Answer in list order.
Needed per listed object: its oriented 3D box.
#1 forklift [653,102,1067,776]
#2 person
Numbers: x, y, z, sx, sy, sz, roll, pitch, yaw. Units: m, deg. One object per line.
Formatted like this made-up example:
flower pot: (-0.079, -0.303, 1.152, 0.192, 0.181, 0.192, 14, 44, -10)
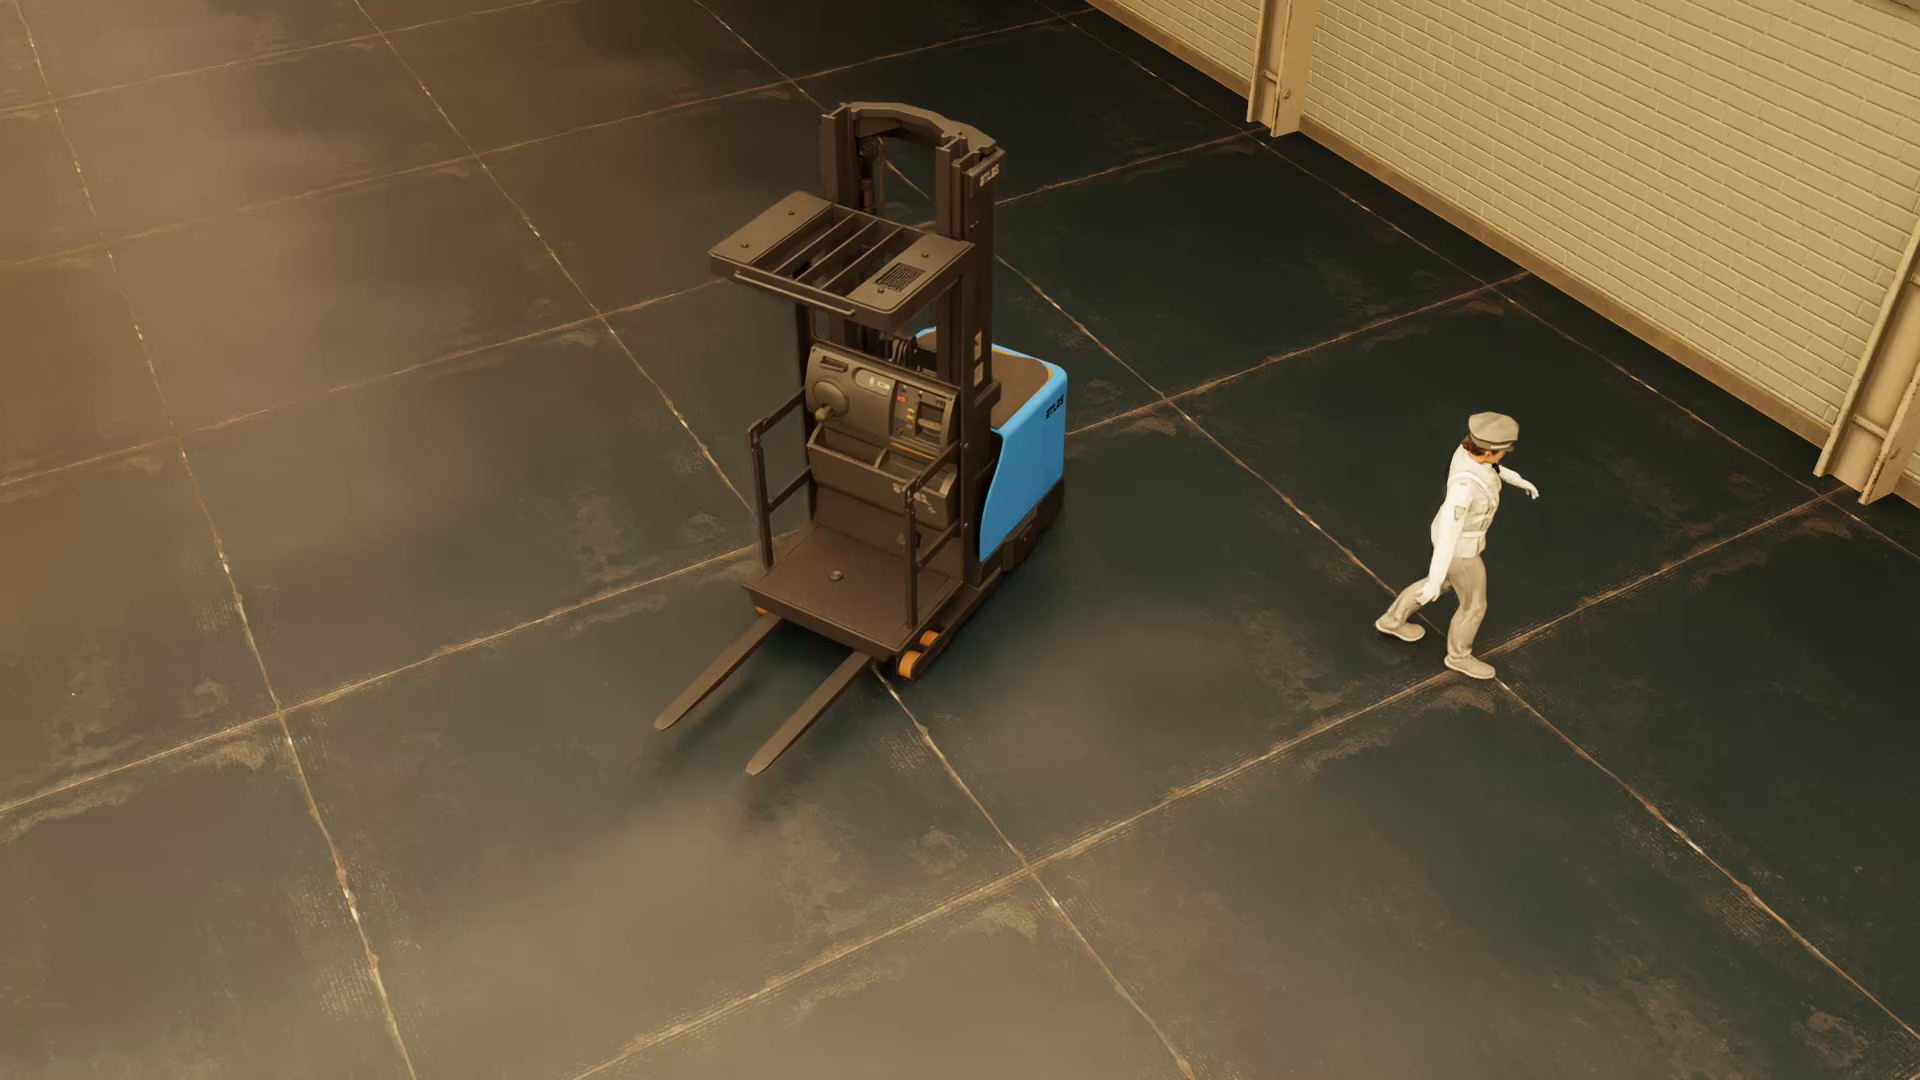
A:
forklift: (-0.546, -0.683, 8.860, 1.130, 2.935, 3.031, 21, 44, 24)
person: (2.728, 0.044, 9.007, 0.726, 1.646, 0.879, 10, 41, 12)
